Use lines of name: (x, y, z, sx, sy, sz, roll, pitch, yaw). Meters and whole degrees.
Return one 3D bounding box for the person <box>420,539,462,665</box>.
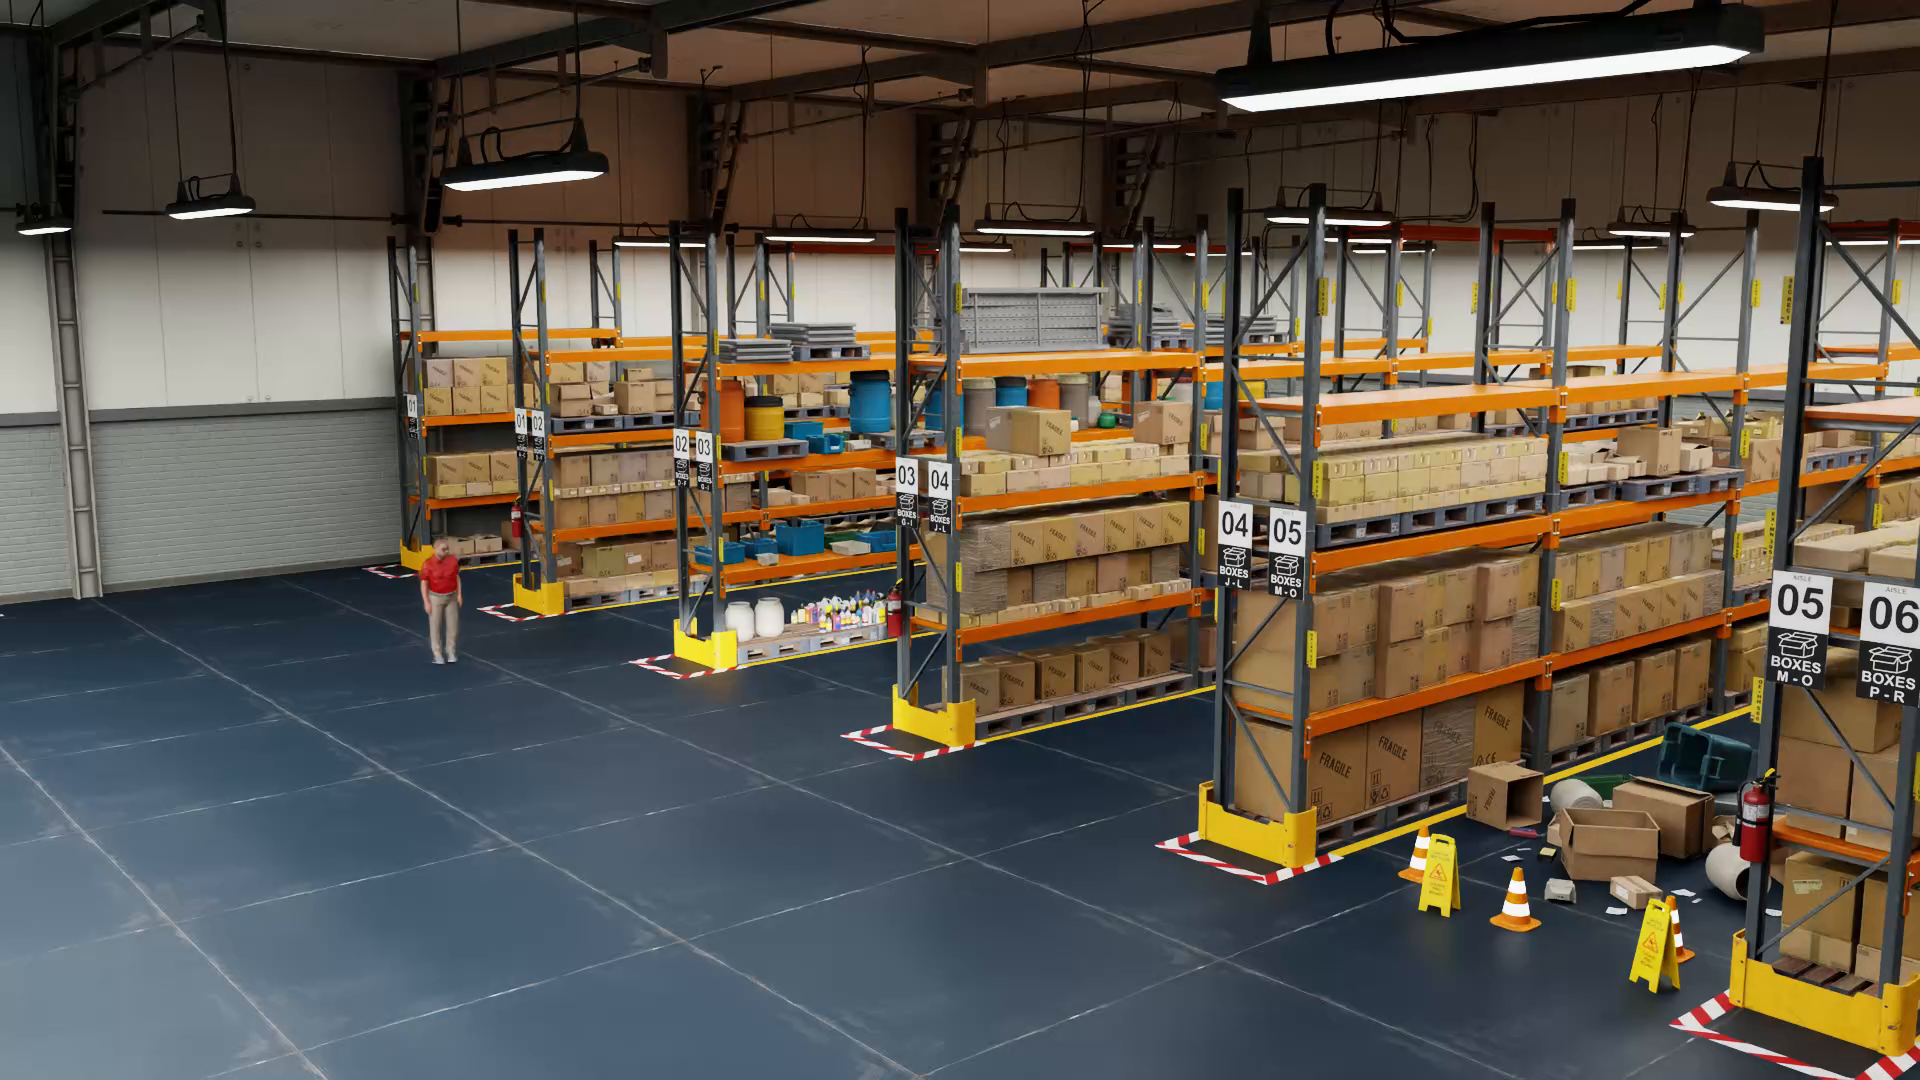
person: (-7.102, 0.832, 22.776, 0.567, 1.736, 0.385, -8, 12, -42)
